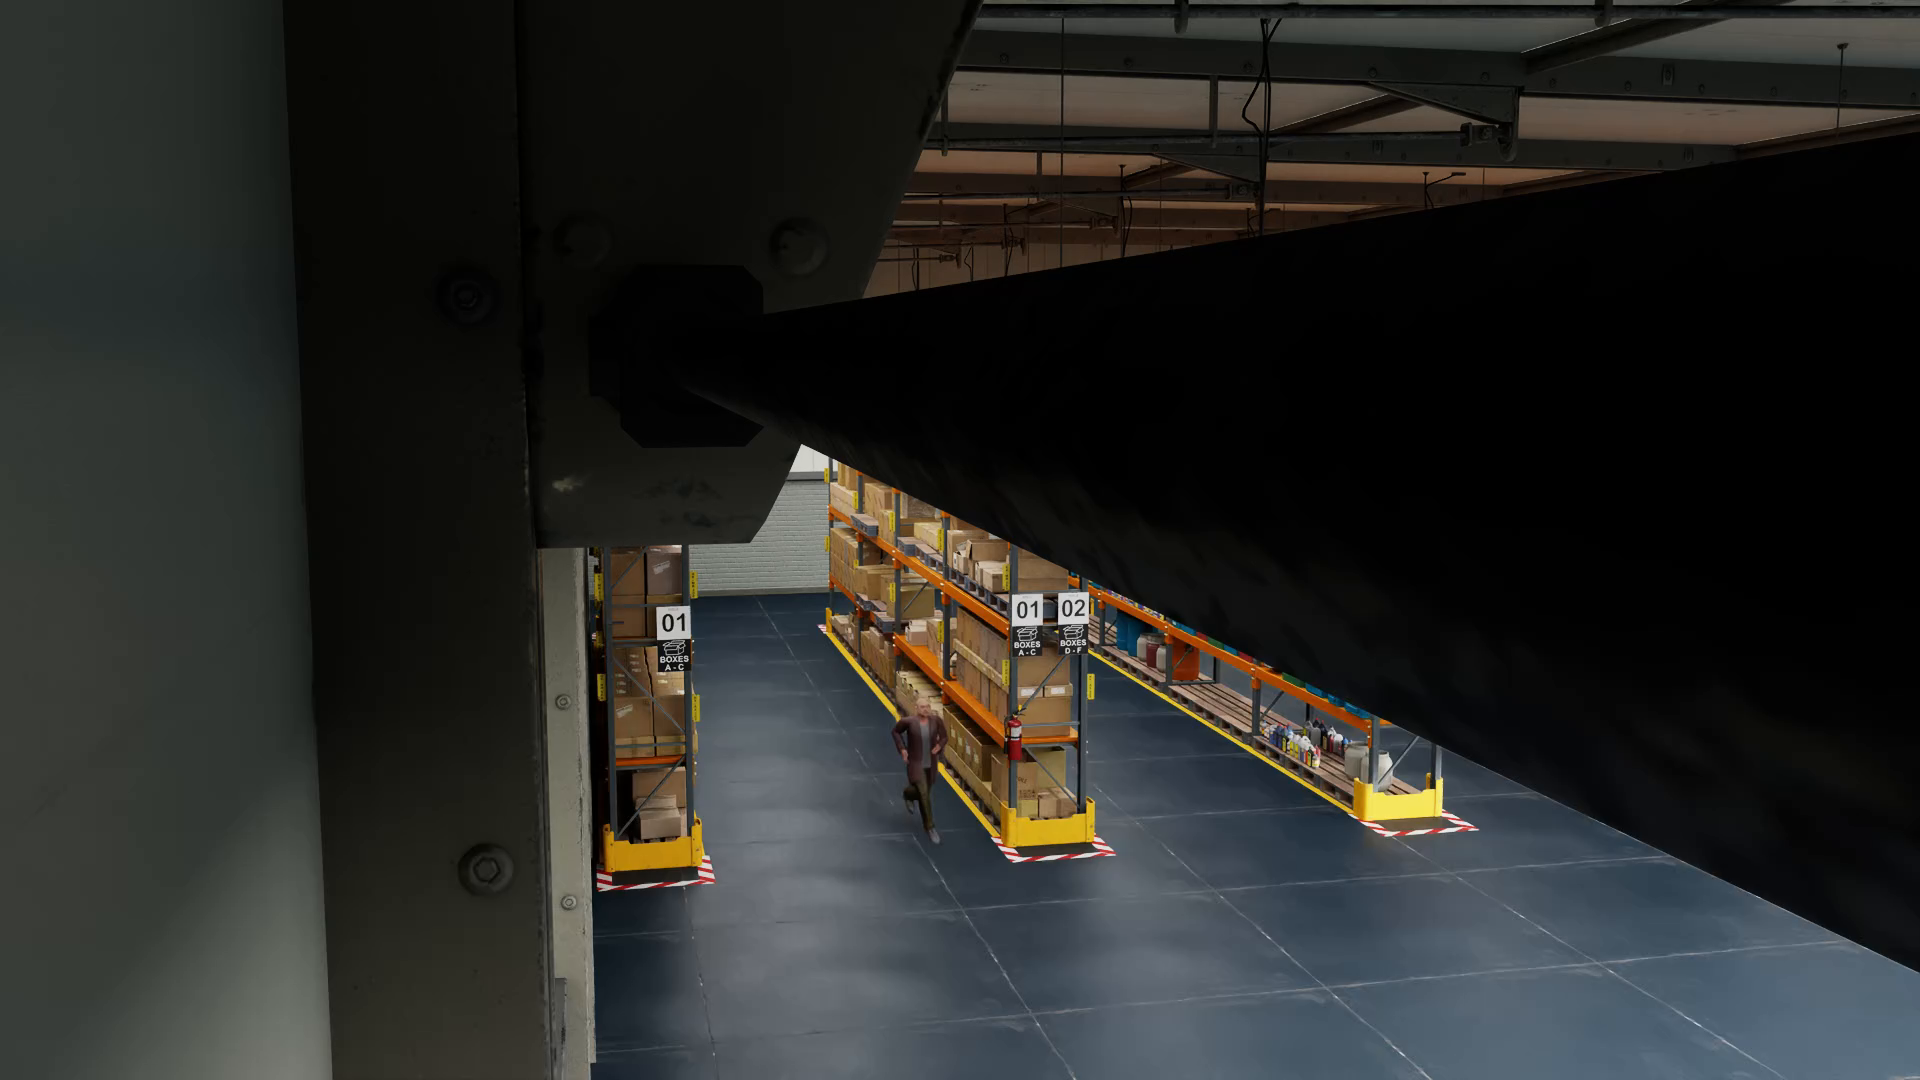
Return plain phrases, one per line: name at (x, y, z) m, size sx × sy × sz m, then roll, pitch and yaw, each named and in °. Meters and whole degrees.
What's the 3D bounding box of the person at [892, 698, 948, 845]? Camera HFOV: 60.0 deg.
person at (-0.491, 2.917, 21.502) m, size 0.660 × 1.814 × 1.197 m, roll -4°, pitch 8°, yaw -29°
